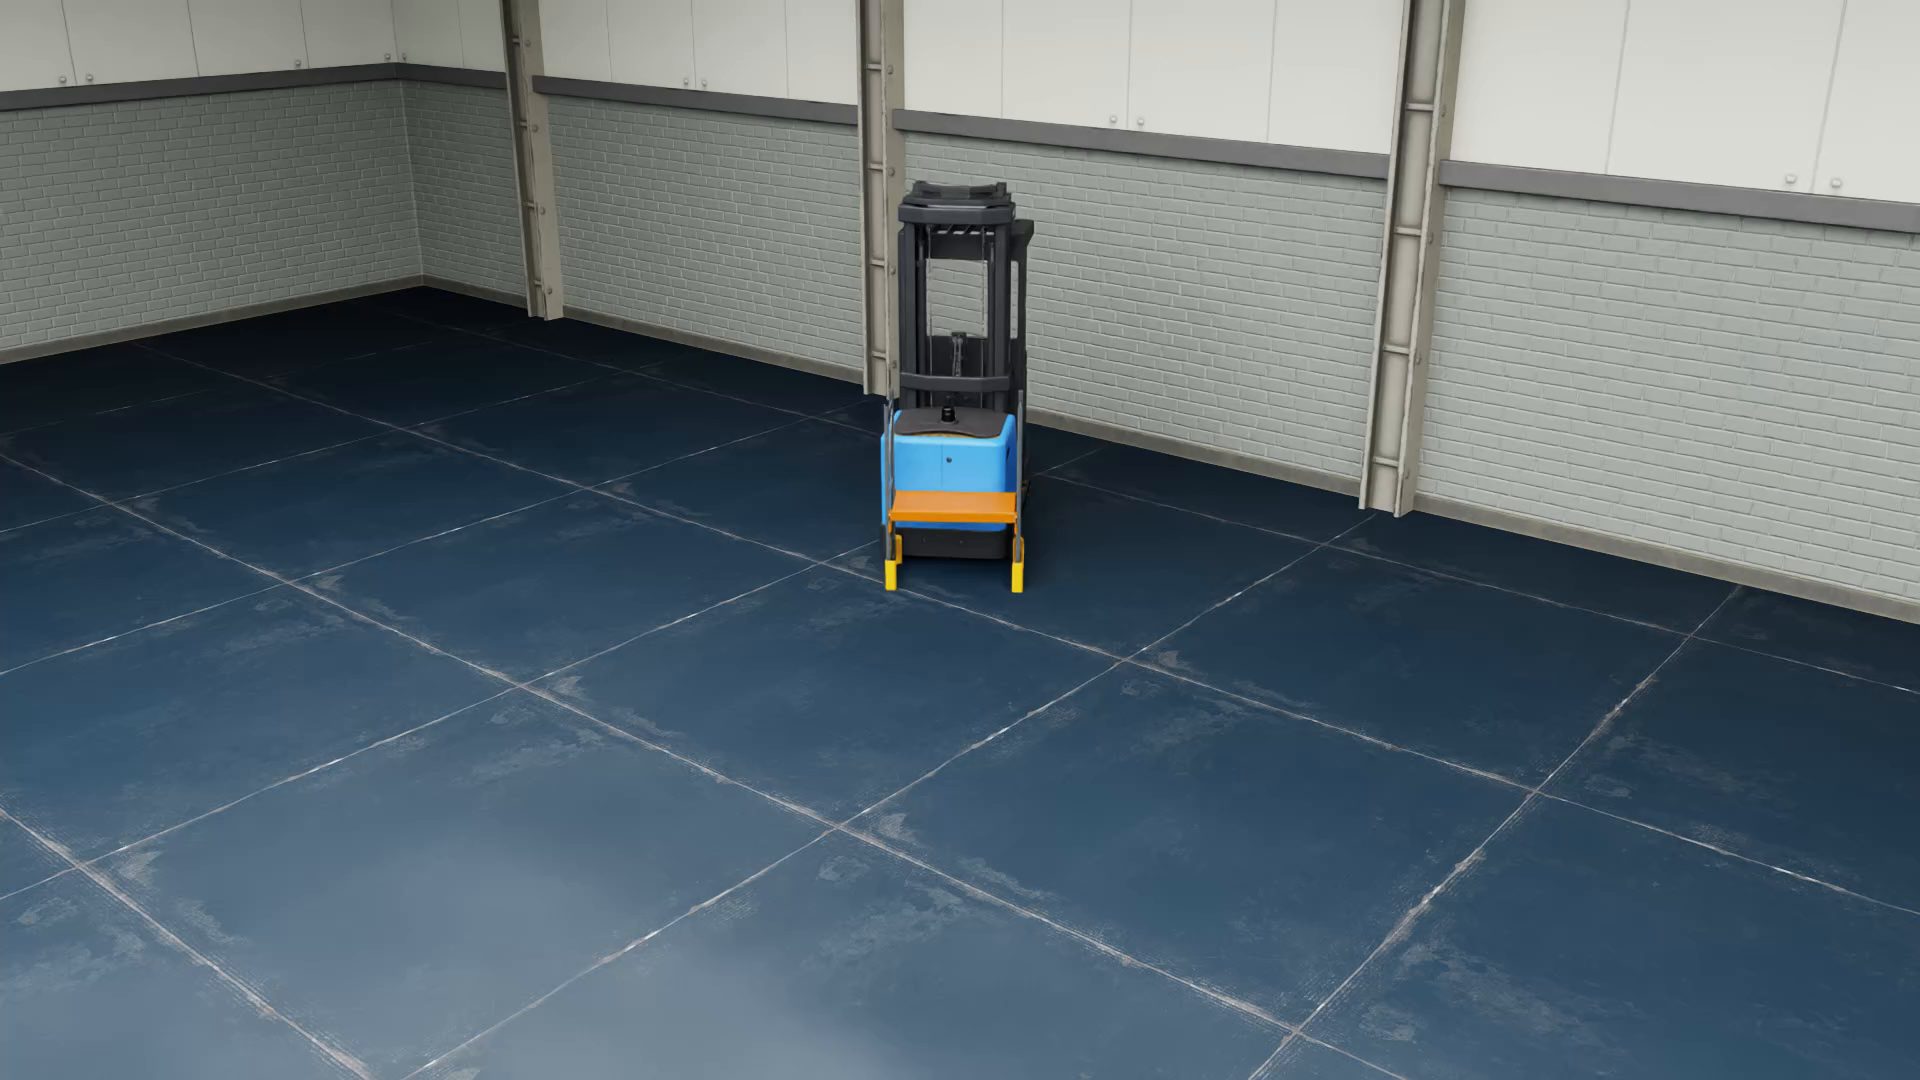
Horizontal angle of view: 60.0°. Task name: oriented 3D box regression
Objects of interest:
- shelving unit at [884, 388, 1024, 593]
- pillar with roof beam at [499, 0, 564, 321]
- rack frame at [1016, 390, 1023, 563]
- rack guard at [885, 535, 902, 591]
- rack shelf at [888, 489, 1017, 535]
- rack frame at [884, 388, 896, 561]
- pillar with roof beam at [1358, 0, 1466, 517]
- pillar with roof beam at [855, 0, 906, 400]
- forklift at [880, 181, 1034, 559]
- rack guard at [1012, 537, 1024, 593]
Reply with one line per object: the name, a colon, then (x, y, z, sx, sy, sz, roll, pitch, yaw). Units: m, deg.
shelving unit: (-0.035, -0.395, 13.093, 1.083, 1.500, 0.587, 1, 21, 3)
pillar with roof beam: (-8.195, -5.995, 17.315, 0.400, 9.000, 9.100, 16, 26, 36)
rack frame: (0.464, -0.387, 13.070, 0.032, 1.500, 0.500, 1, 21, 3)
rack guard: (-0.532, 0.181, 13.336, 0.087, 0.250, 0.587, 1, 21, 3)
rack shelf: (-0.044, -0.227, 13.157, 1.000, 0.185, 0.538, 1, 21, 3)
rack frame: (-0.551, -0.404, 13.116, 0.032, 1.500, 0.500, 1, 21, 3)
pillar with roof beam: (1.102, -3.318, 10.216, 0.400, 9.000, 9.100, 16, 26, 36)
pillar with roof beam: (-3.546, -4.657, 13.765, 0.400, 9.000, 9.100, 16, 26, 36)
forklift: (0.051, -1.694, 14.509, 1.130, 2.935, 3.031, 3, 21, 7)
rack guard: (0.463, 0.198, 13.291, 0.087, 0.250, 0.587, 1, 21, 3)
